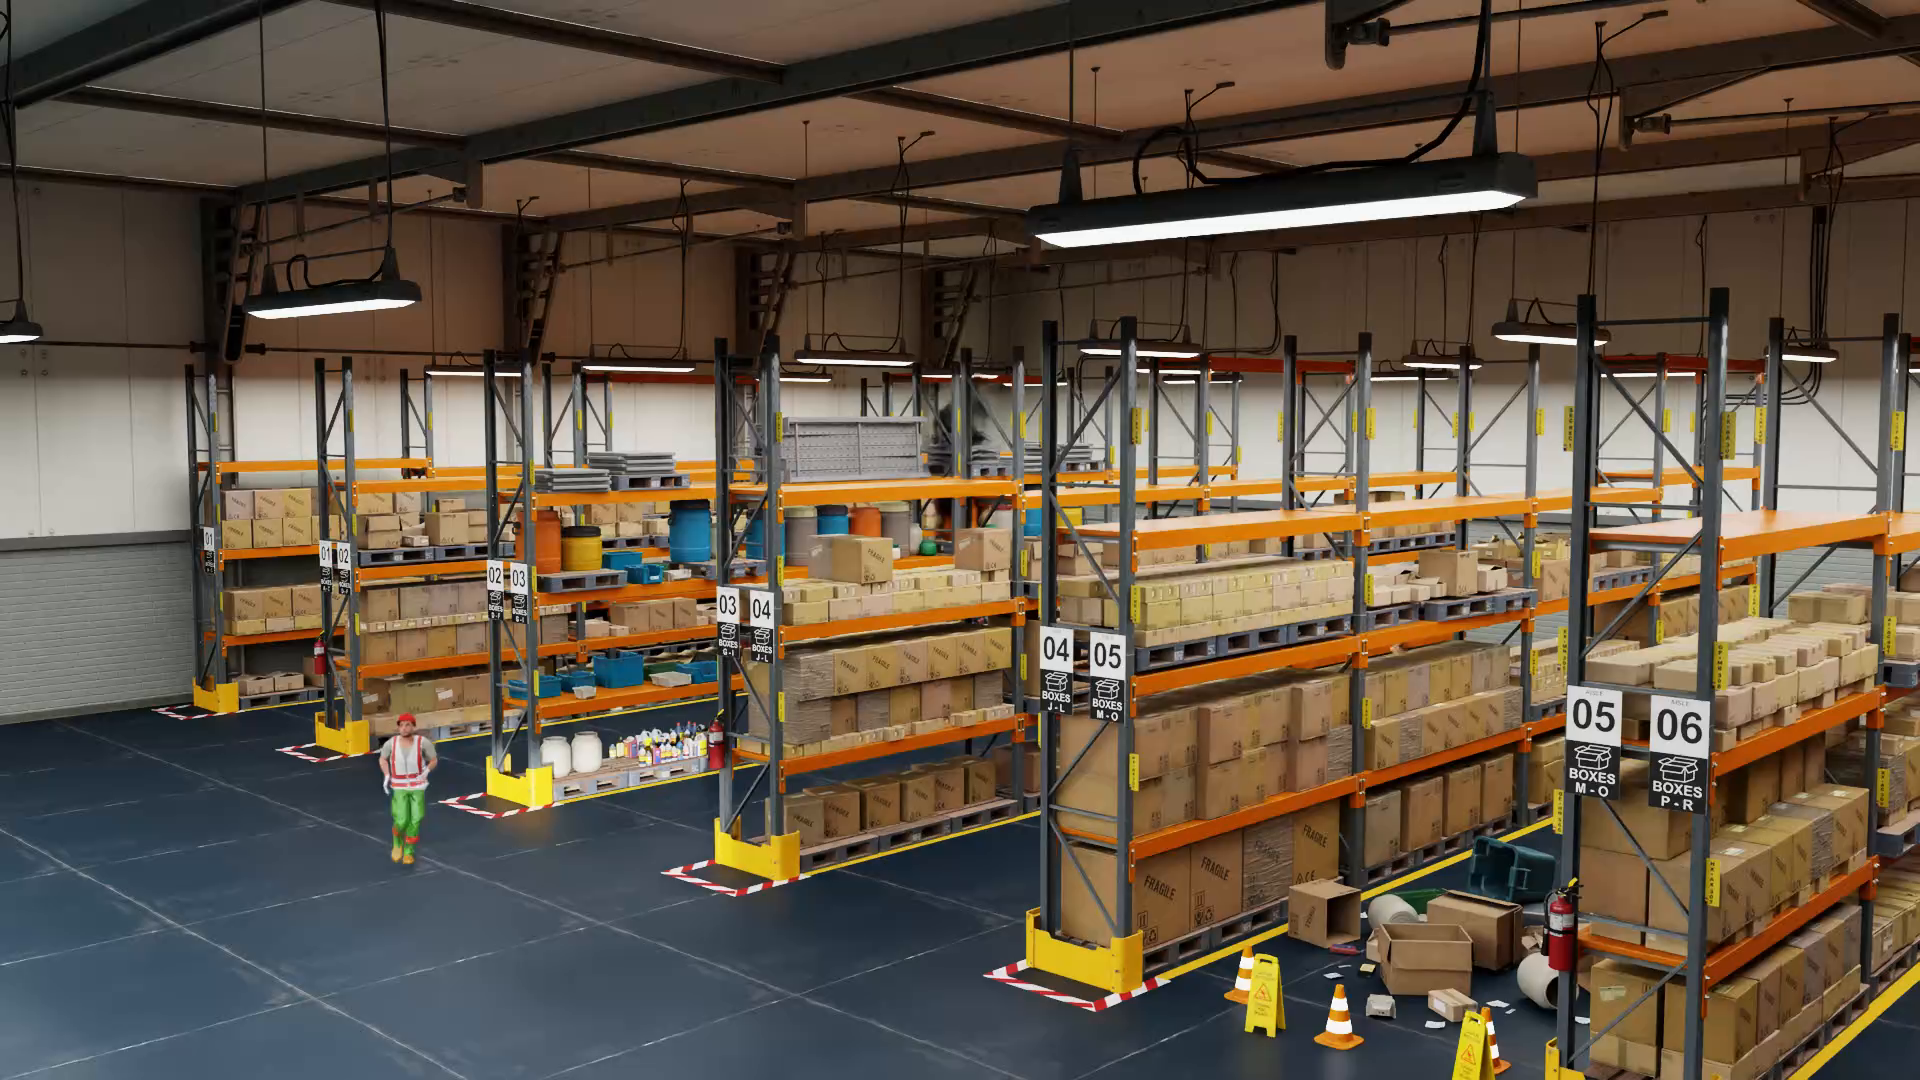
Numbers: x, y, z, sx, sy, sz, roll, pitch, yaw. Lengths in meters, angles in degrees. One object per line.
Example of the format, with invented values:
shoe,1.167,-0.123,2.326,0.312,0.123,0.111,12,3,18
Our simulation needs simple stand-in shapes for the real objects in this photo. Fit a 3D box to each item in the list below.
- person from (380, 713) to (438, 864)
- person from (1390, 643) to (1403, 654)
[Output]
person,-6.253,2.836,18.879,0.632,1.748,0.601,-1,5,-17
person,6.659,2.366,25.458,0.555,1.709,0.854,4,6,39
